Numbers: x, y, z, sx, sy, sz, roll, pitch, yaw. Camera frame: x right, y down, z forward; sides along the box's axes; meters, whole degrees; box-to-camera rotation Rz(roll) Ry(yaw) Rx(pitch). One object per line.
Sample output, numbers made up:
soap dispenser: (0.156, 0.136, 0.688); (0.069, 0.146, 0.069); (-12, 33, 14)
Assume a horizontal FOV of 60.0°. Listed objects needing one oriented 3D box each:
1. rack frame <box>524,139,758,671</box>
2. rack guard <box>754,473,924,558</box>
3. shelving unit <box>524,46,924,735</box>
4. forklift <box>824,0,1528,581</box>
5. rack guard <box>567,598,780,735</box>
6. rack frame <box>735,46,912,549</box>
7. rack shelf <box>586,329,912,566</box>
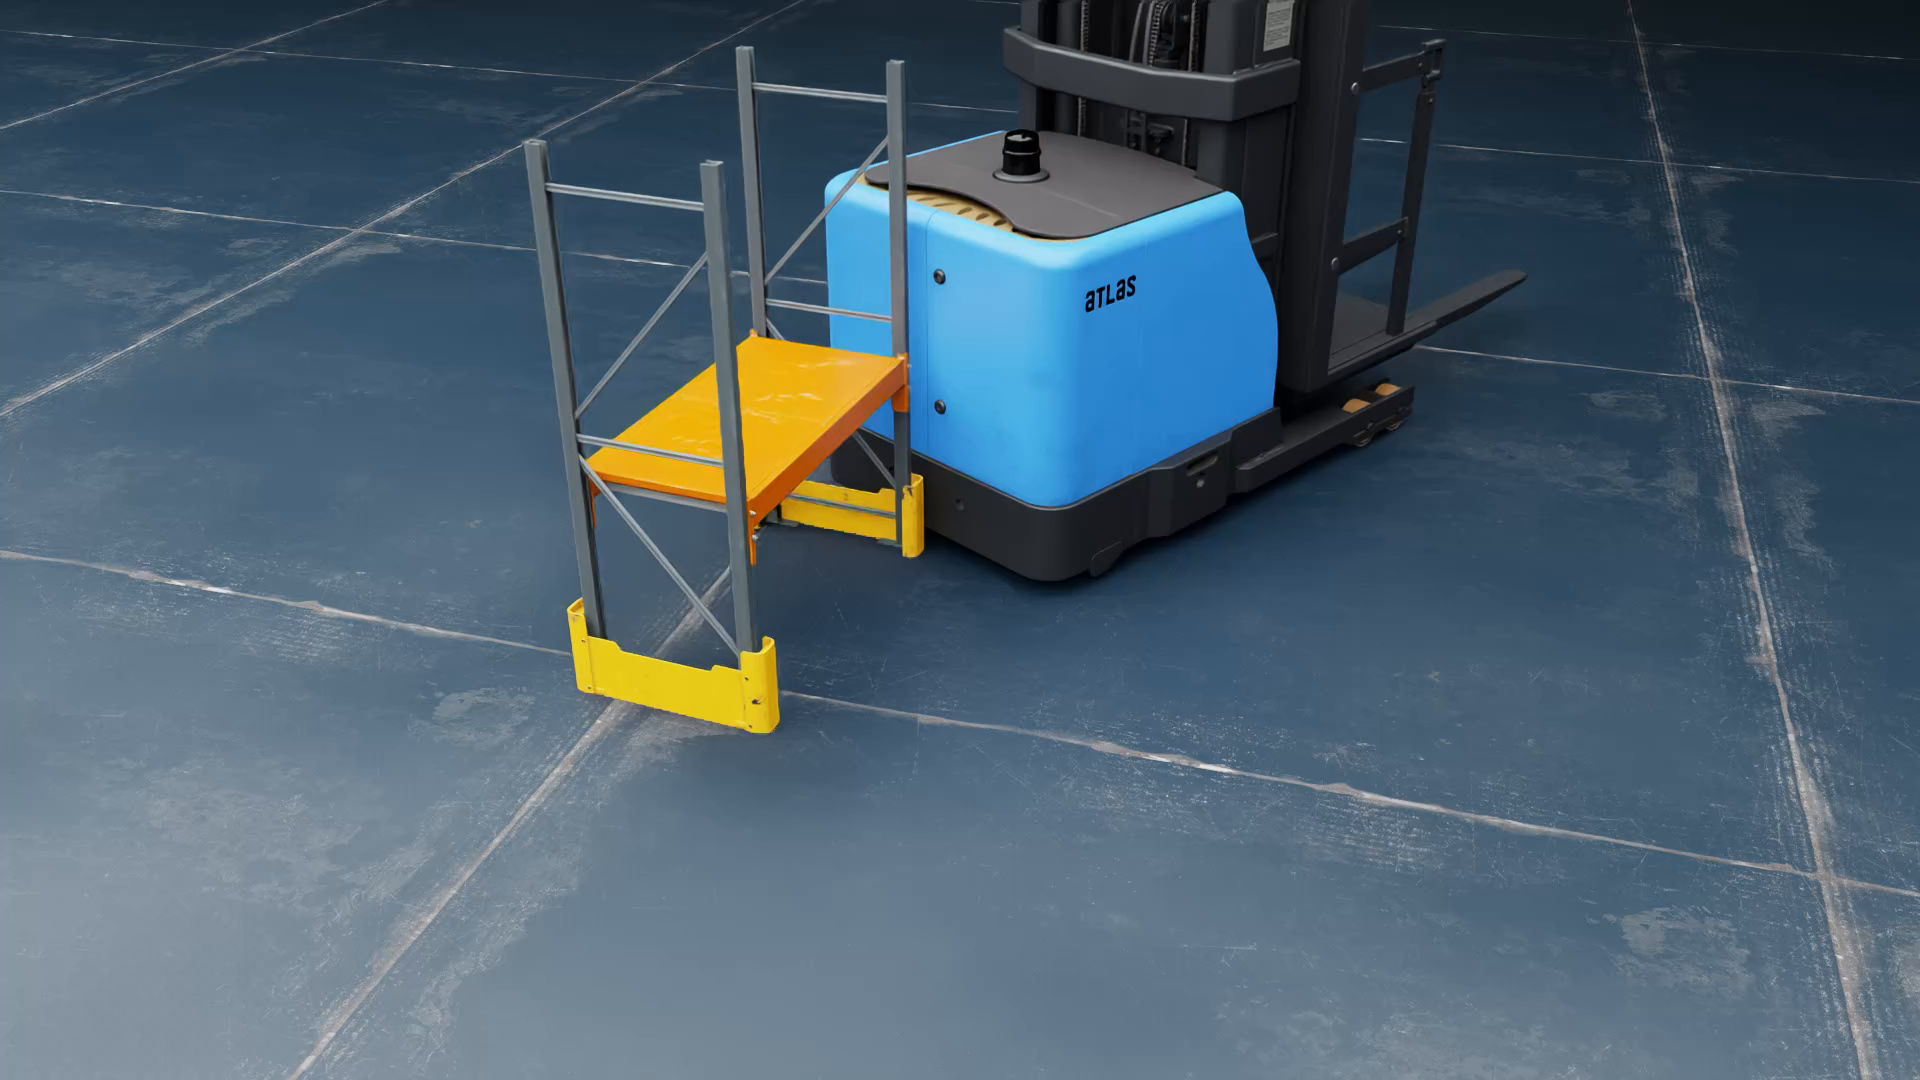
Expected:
rack frame: (-0.758, -0.215, 4.093); (0.500, 1.500, 0.032); (11, 31, 19)
rack guard: (-0.394, -0.120, 5.208); (0.587, 0.250, 0.087); (11, 31, 19)
shelving unit: (-0.576, -0.441, 4.499); (0.587, 1.500, 1.083); (11, 31, 19)
forklift: (0.982, -1.770, 5.416); (3.031, 2.935, 1.130); (-25, 38, -37)
rack guard: (-0.758, 0.331, 4.398); (0.587, 0.250, 0.087); (11, 31, 19)
rack frame: (-0.387, -0.675, 4.920); (0.500, 1.500, 0.032); (11, 31, 19)
rack shelf: (-0.573, -0.287, 4.594); (0.538, 0.185, 1.000); (11, 31, 19)
